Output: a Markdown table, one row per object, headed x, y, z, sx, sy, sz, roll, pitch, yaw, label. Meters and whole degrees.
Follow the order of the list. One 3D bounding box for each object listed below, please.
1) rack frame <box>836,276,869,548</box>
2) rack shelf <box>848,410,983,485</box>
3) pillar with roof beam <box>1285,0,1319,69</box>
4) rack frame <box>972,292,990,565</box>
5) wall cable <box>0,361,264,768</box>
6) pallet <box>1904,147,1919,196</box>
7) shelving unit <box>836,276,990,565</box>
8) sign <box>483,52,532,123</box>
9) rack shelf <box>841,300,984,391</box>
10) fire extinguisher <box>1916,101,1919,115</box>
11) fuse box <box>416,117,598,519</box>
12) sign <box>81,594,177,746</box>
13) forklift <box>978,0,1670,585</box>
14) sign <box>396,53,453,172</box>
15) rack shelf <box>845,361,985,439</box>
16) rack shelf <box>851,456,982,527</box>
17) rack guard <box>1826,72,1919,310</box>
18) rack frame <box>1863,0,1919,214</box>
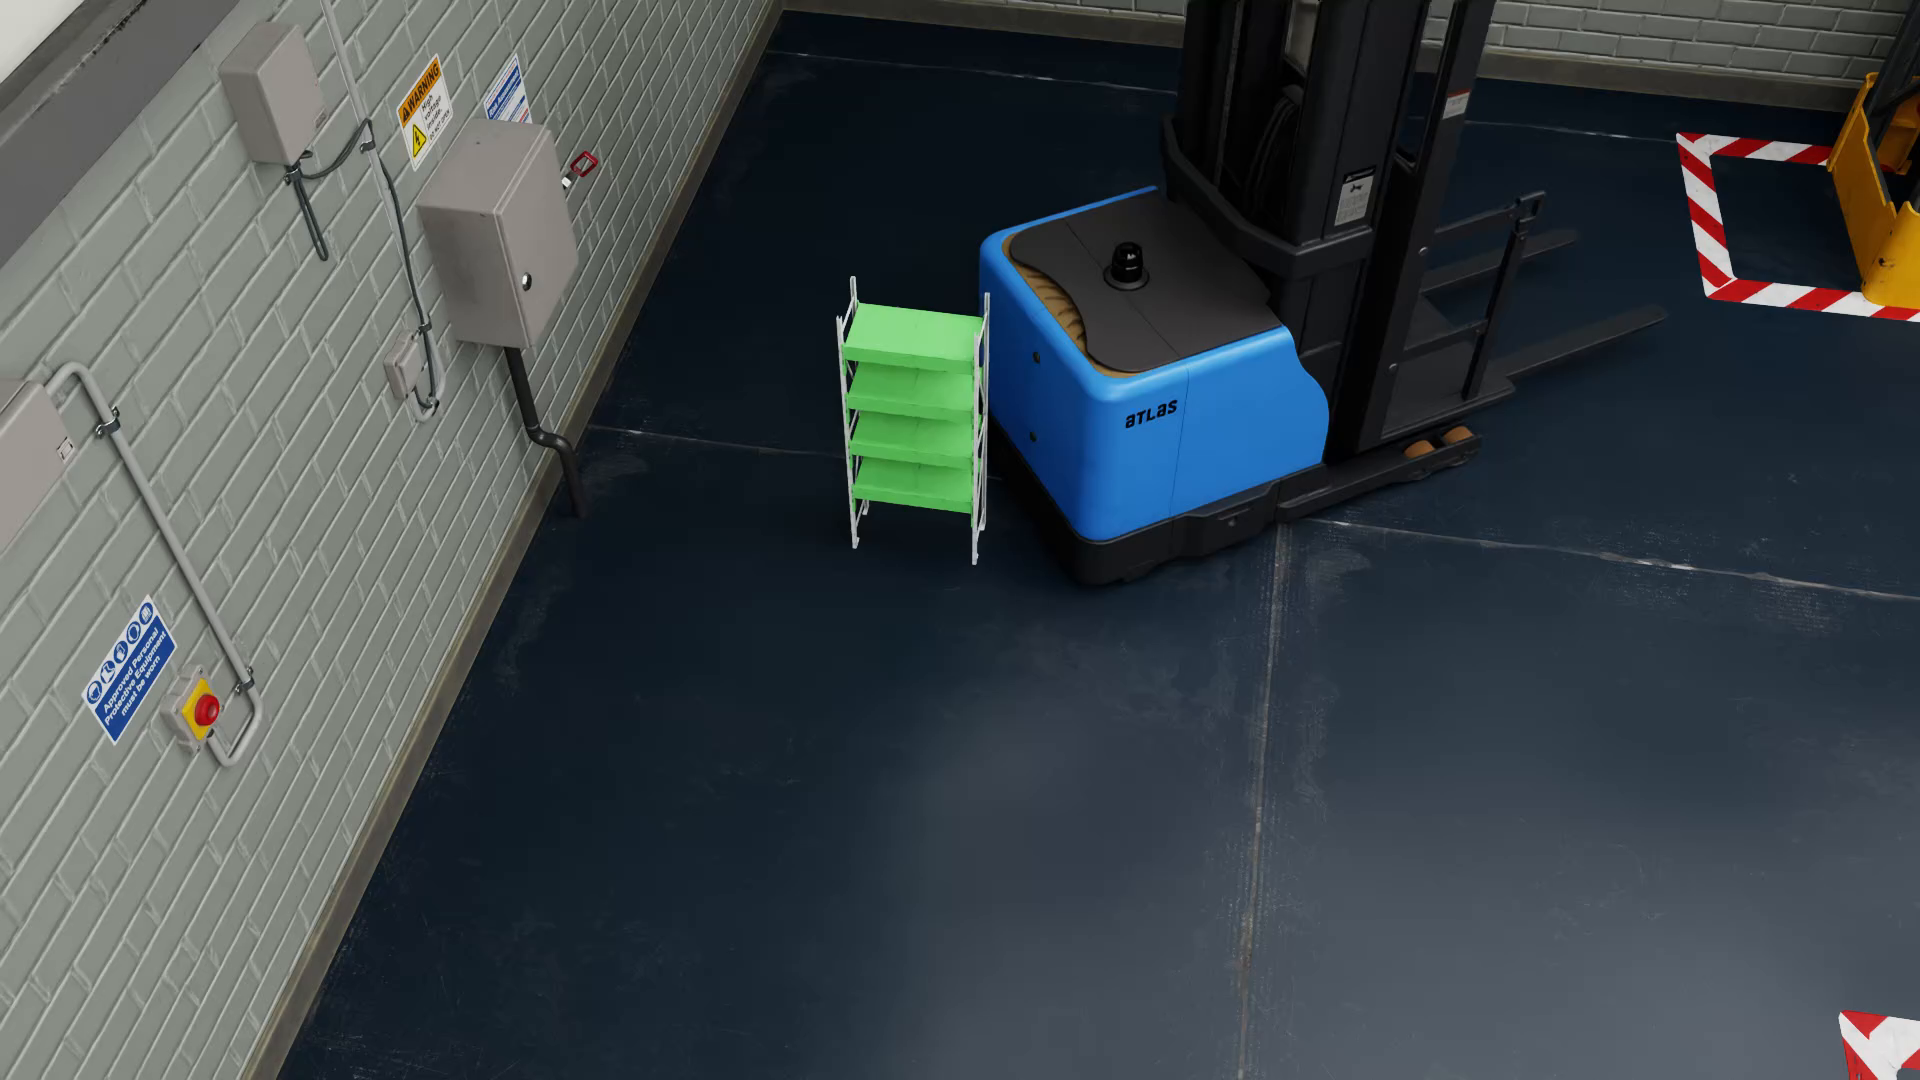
| x | y | z | sx | sy | sz | roll | pitch | yaw | label |
| --- | --- | --- | --- | --- | --- | --- | --- | --- | --- |
| -0.403 | -0.455 | 6.324 | 0.015 | 1.200 | 0.240 | 8 | 49 | 7 | rack frame |
| -0.163 | -0.380 | 6.343 | 0.480 | 0.148 | 0.258 | 8 | 49 | 7 | rack shelf |
| 1.135 | -2.383 | 2.813 | 0.400 | 9.000 | 9.100 | 8 | 49 | 7 | pillar with roof beam |
| 0.077 | -0.391 | 6.266 | 0.015 | 1.200 | 0.240 | 8 | 49 | 7 | rack frame |
| -2.038 | 0.042 | 3.963 | 0.123 | 1.953 | 0.585 | 8 | 49 | 7 | wall cable |
| 5.254 | -1.466 | 7.897 | 1.213 | 0.211 | 1.003 | 8 | 49 | 7 | pallet |
| -0.163 | -0.423 | 6.295 | 0.503 | 1.200 | 0.258 | 8 | 49 | 7 | shelving unit |
| -1.637 | -1.483 | 6.102 | 0.001 | 0.494 | 0.329 | 8 | 49 | 7 | sign |
| -0.163 | -0.701 | 5.986 | 0.480 | 0.148 | 0.258 | 8 | 49 | 7 | rack shelf |
| 4.167 | -2.043 | 6.844 | 0.183 | 0.674 | 0.296 | 8 | 49 | 7 | fire extinguisher |
| -1.521 | -0.695 | 6.196 | 0.414 | 1.711 | 0.539 | 8 | 49 | 7 | fuse box |
| -2.107 | 0.329 | 4.228 | 0.001 | 0.218 | 0.327 | 8 | 49 | 7 | sign |
| 1.617 | -1.567 | 6.160 | 3.031 | 2.935 | 1.130 | -20 | 51 | -17 | forklift |
| -1.734 | -1.389 | 5.398 | 0.001 | 0.242 | 0.339 | 8 | 49 | 7 | sign |
| -0.163 | -0.541 | 6.164 | 0.480 | 0.148 | 0.258 | 8 | 49 | 7 | rack shelf |
| -0.163 | -0.220 | 6.521 | 0.480 | 0.148 | 0.258 | 8 | 49 | 7 | rack shelf |
| 4.469 | -1.667 | 7.884 | 0.348 | 0.500 | 1.175 | 8 | 49 | 7 | rack guard |
| 4.394 | -2.513 | 6.963 | 0.127 | 3.000 | 1.000 | 8 | 49 | 7 | rack frame |
